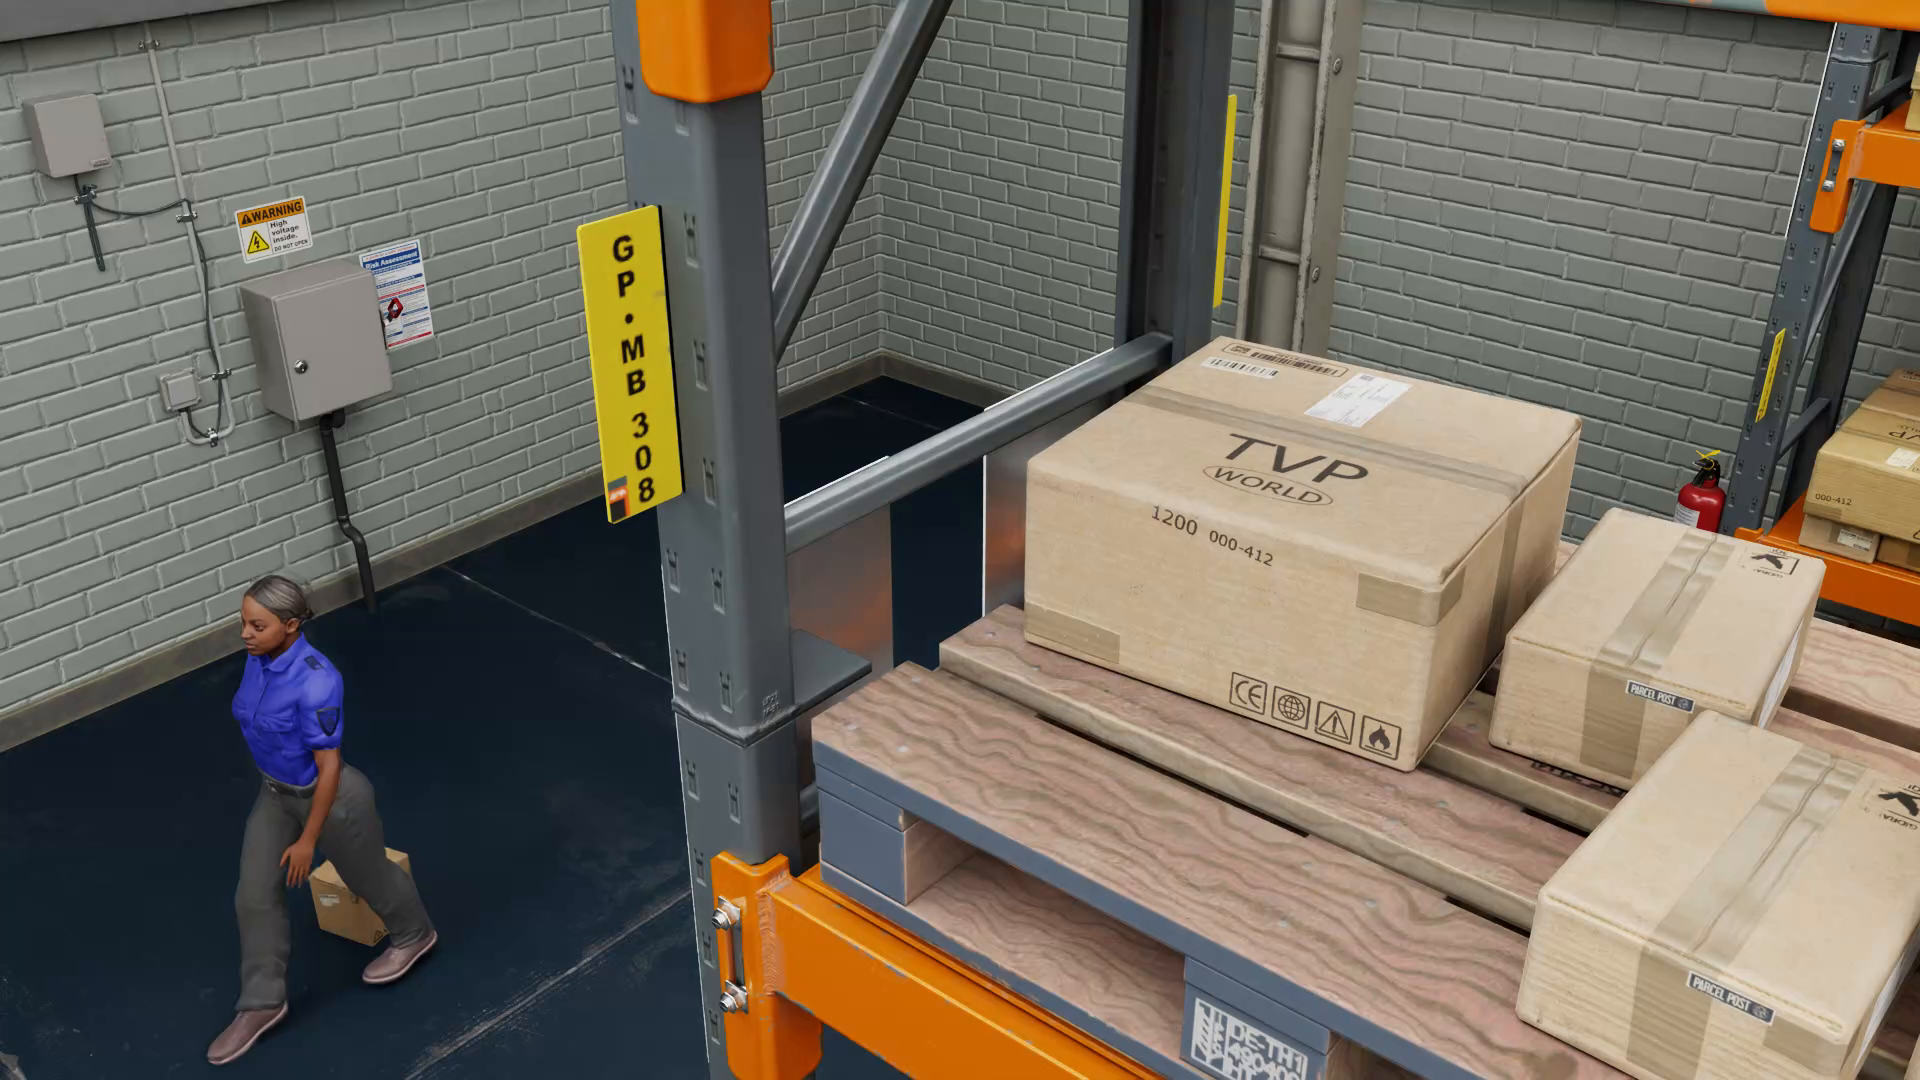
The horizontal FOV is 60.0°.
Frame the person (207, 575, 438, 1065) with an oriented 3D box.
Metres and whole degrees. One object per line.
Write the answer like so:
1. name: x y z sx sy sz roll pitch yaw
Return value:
1. person: -2.166 0.898 5.405 0.488 1.667 0.806 17 32 29
